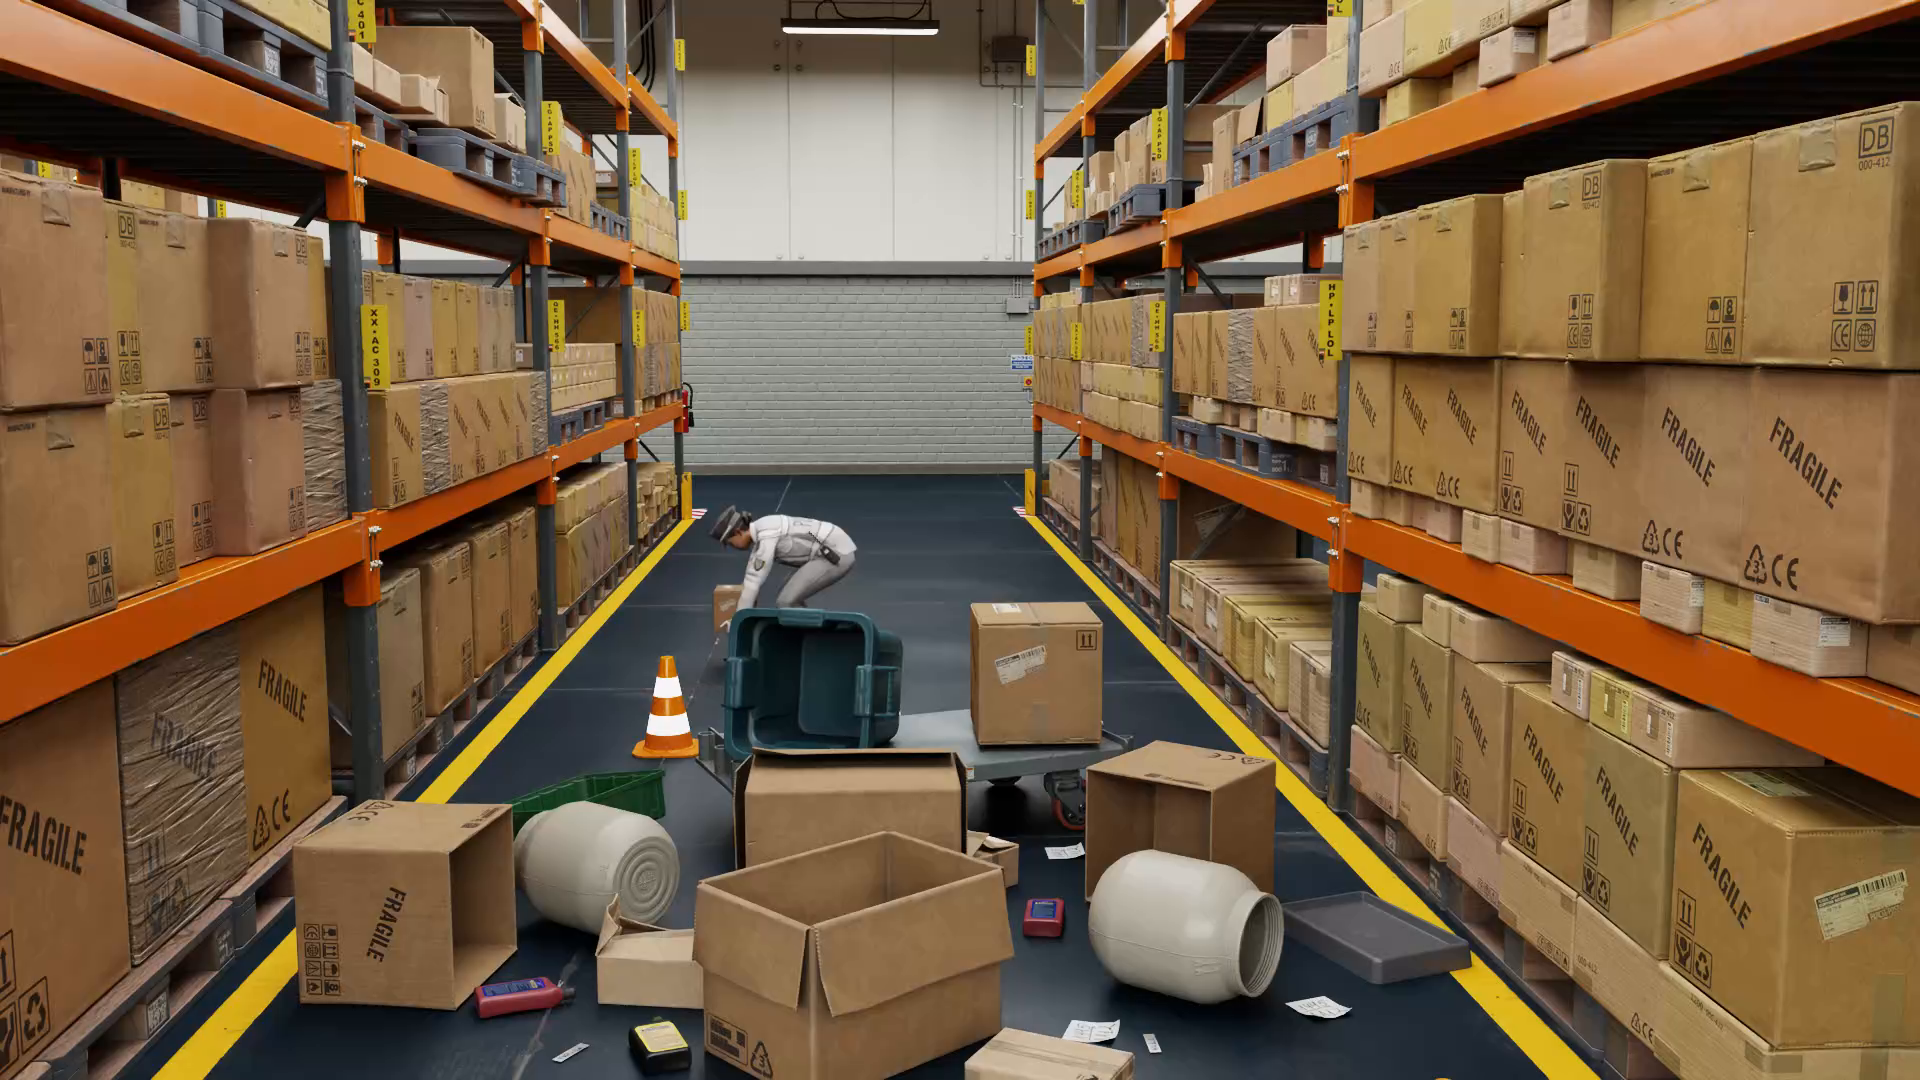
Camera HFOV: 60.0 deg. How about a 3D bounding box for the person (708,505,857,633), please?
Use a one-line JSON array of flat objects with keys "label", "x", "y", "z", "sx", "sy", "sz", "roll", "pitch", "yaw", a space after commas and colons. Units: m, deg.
[{"label": "person", "x": -1.096, "y": 0.271, "z": 10.317, "sx": 0.916, "sy": 0.992, "sz": 0.466, "roll": -1, "pitch": 7, "yaw": -6}]
